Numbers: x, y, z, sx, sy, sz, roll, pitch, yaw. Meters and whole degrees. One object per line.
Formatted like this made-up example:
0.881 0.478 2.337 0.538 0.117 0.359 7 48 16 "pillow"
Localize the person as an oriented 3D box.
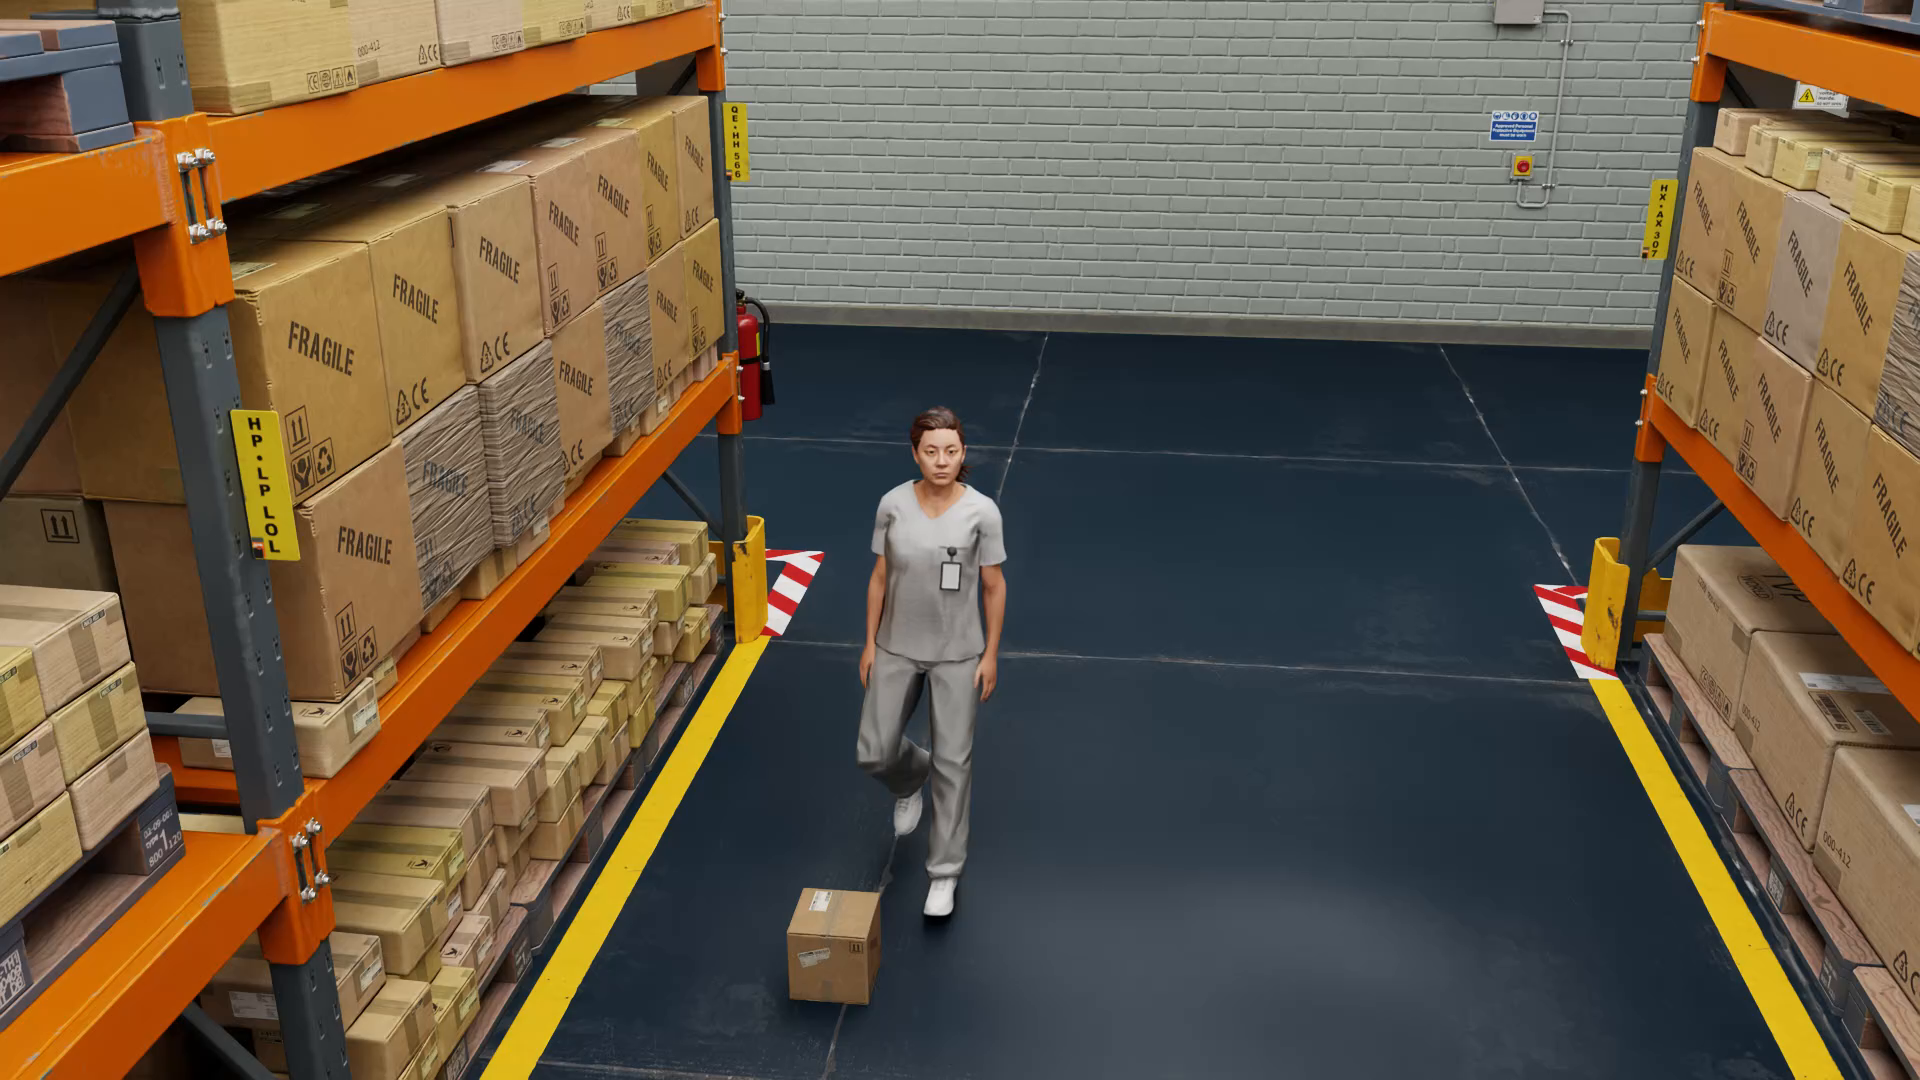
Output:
-0.099 0.385 5.533 0.485 1.662 0.639 4 22 9 "person"
